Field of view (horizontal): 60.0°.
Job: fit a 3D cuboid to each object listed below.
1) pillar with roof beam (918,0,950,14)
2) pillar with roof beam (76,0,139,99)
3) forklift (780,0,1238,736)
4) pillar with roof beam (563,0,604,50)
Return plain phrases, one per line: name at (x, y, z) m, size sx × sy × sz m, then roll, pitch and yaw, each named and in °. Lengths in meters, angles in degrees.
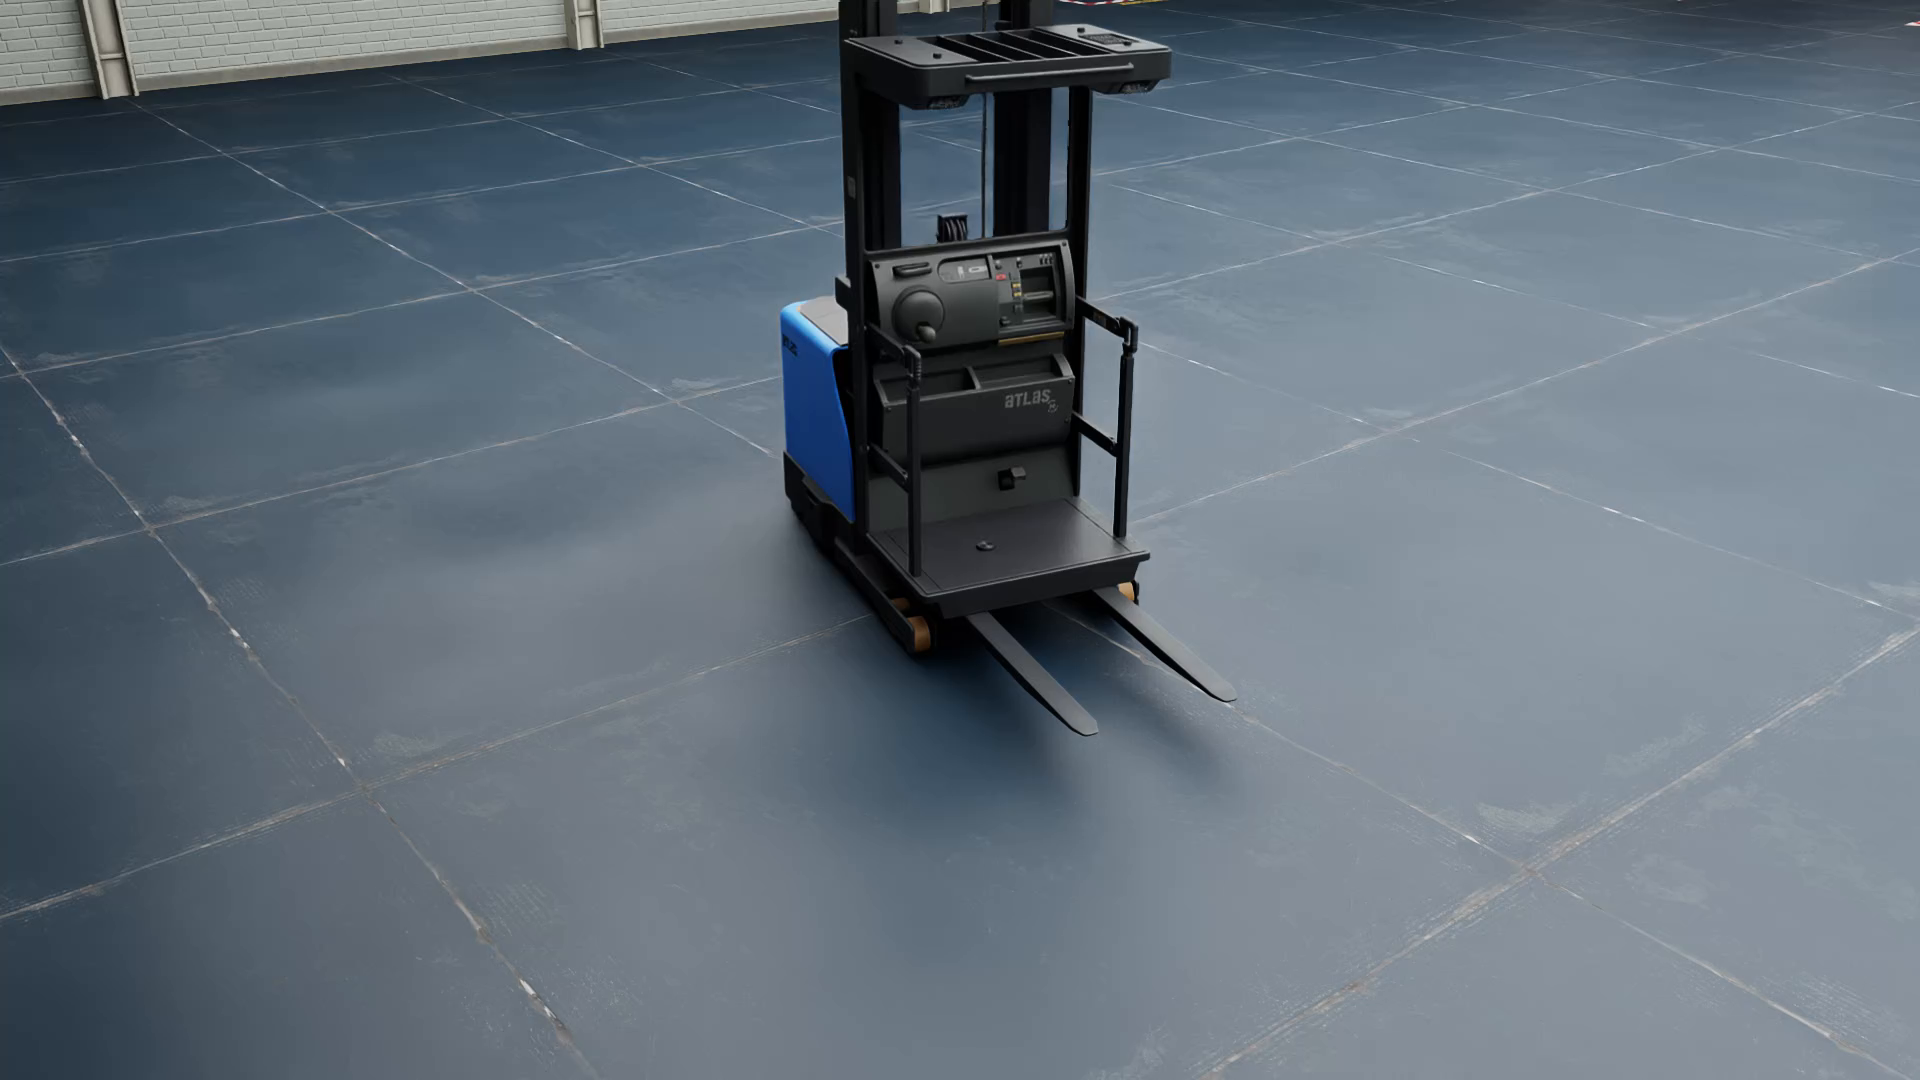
pillar with roof beam at (2.246, -10.977, 21.212) m, size 0.400 × 9.000 × 9.100 m, roll -18°, pitch 31°, yaw -34°
pillar with roof beam at (-7.197, -7.859, 14.495) m, size 0.400 × 9.000 × 9.100 m, roll -18°, pitch 31°, yaw -34°
forklift at (0.154, -1.042, 7.014) m, size 1.130 × 2.935 × 3.031 m, roll -11°, pitch 27°, yaw -22°
pillar with roof beam at (-2.476, -9.418, 17.853) m, size 0.400 × 9.000 × 9.100 m, roll -18°, pitch 31°, yaw -34°
